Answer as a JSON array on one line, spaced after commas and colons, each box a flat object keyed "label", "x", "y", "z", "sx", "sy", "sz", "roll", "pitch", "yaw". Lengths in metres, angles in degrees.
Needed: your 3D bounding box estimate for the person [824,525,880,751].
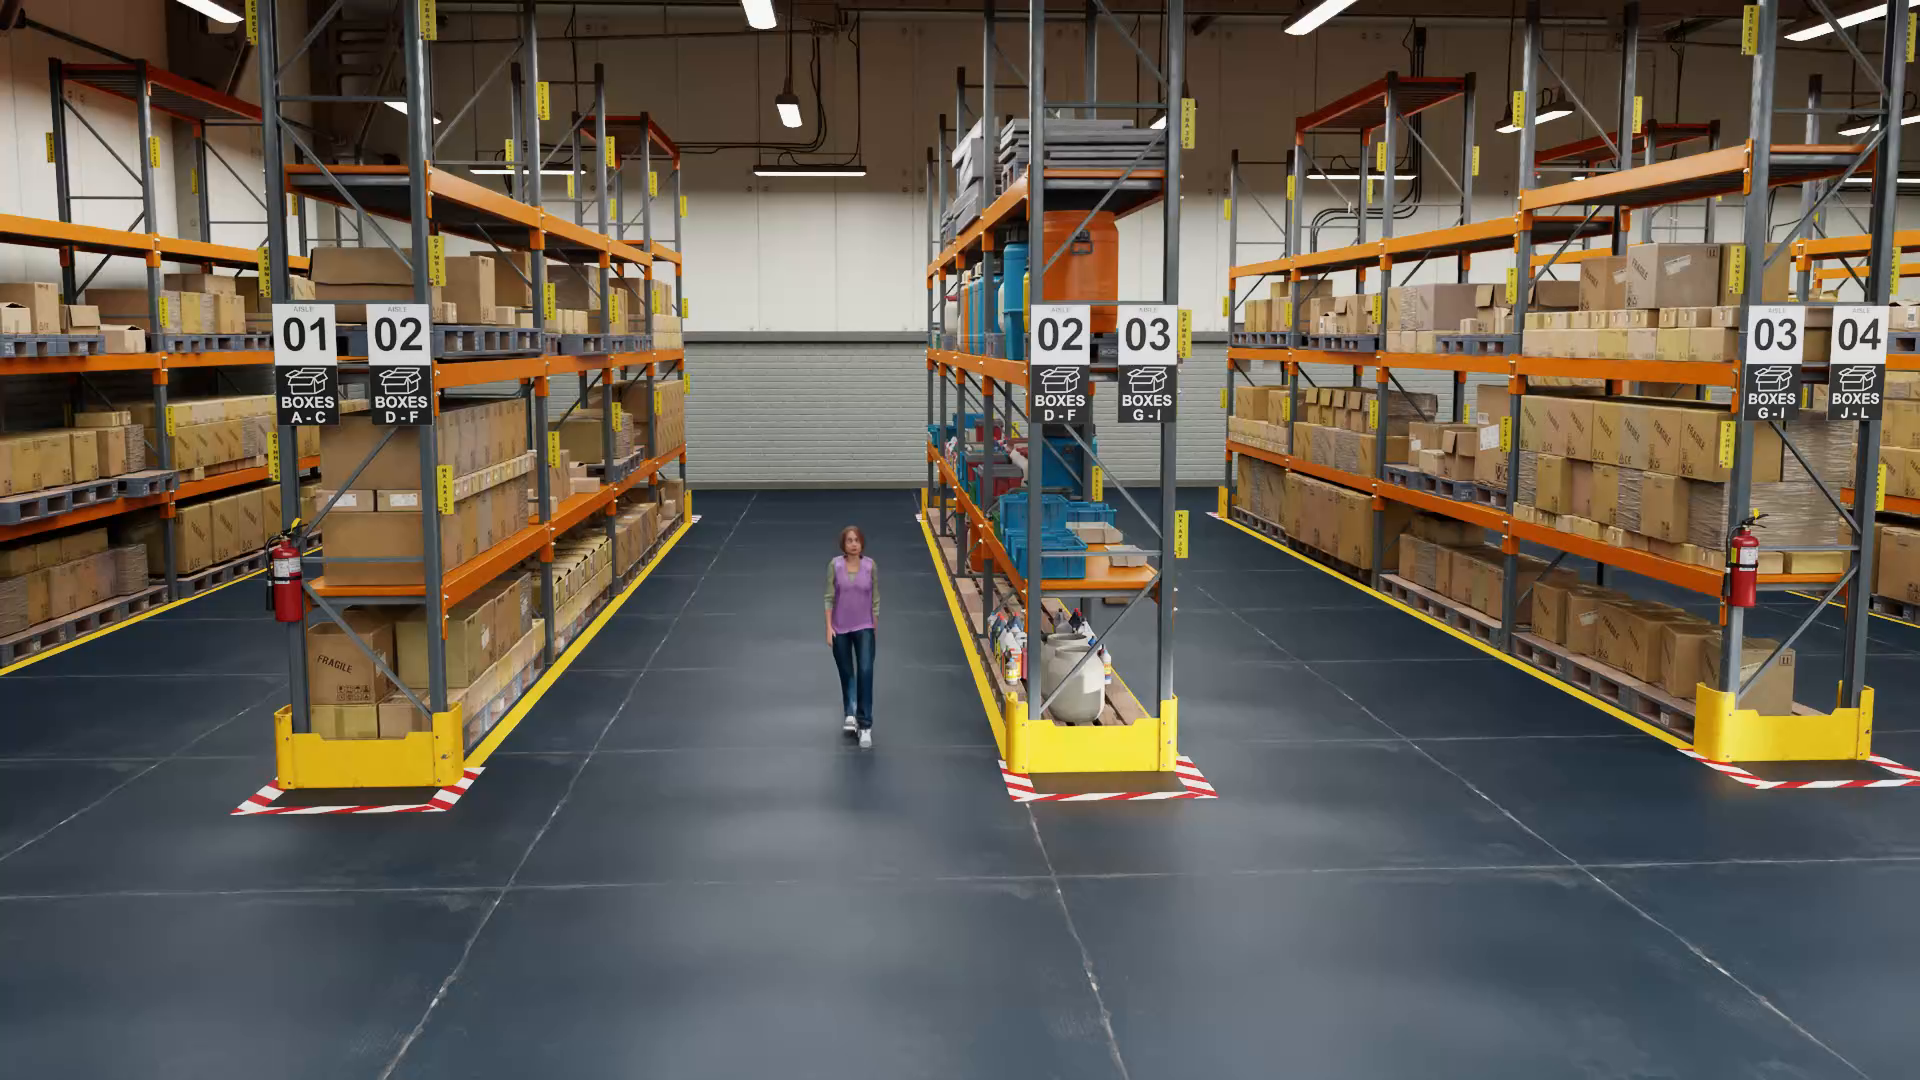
[{"label": "person", "x": -0.804, "y": 0.702, "z": 12.335, "sx": 0.408, "sy": 1.616, "sz": 0.728, "roll": 0, "pitch": 7, "yaw": 0}]
